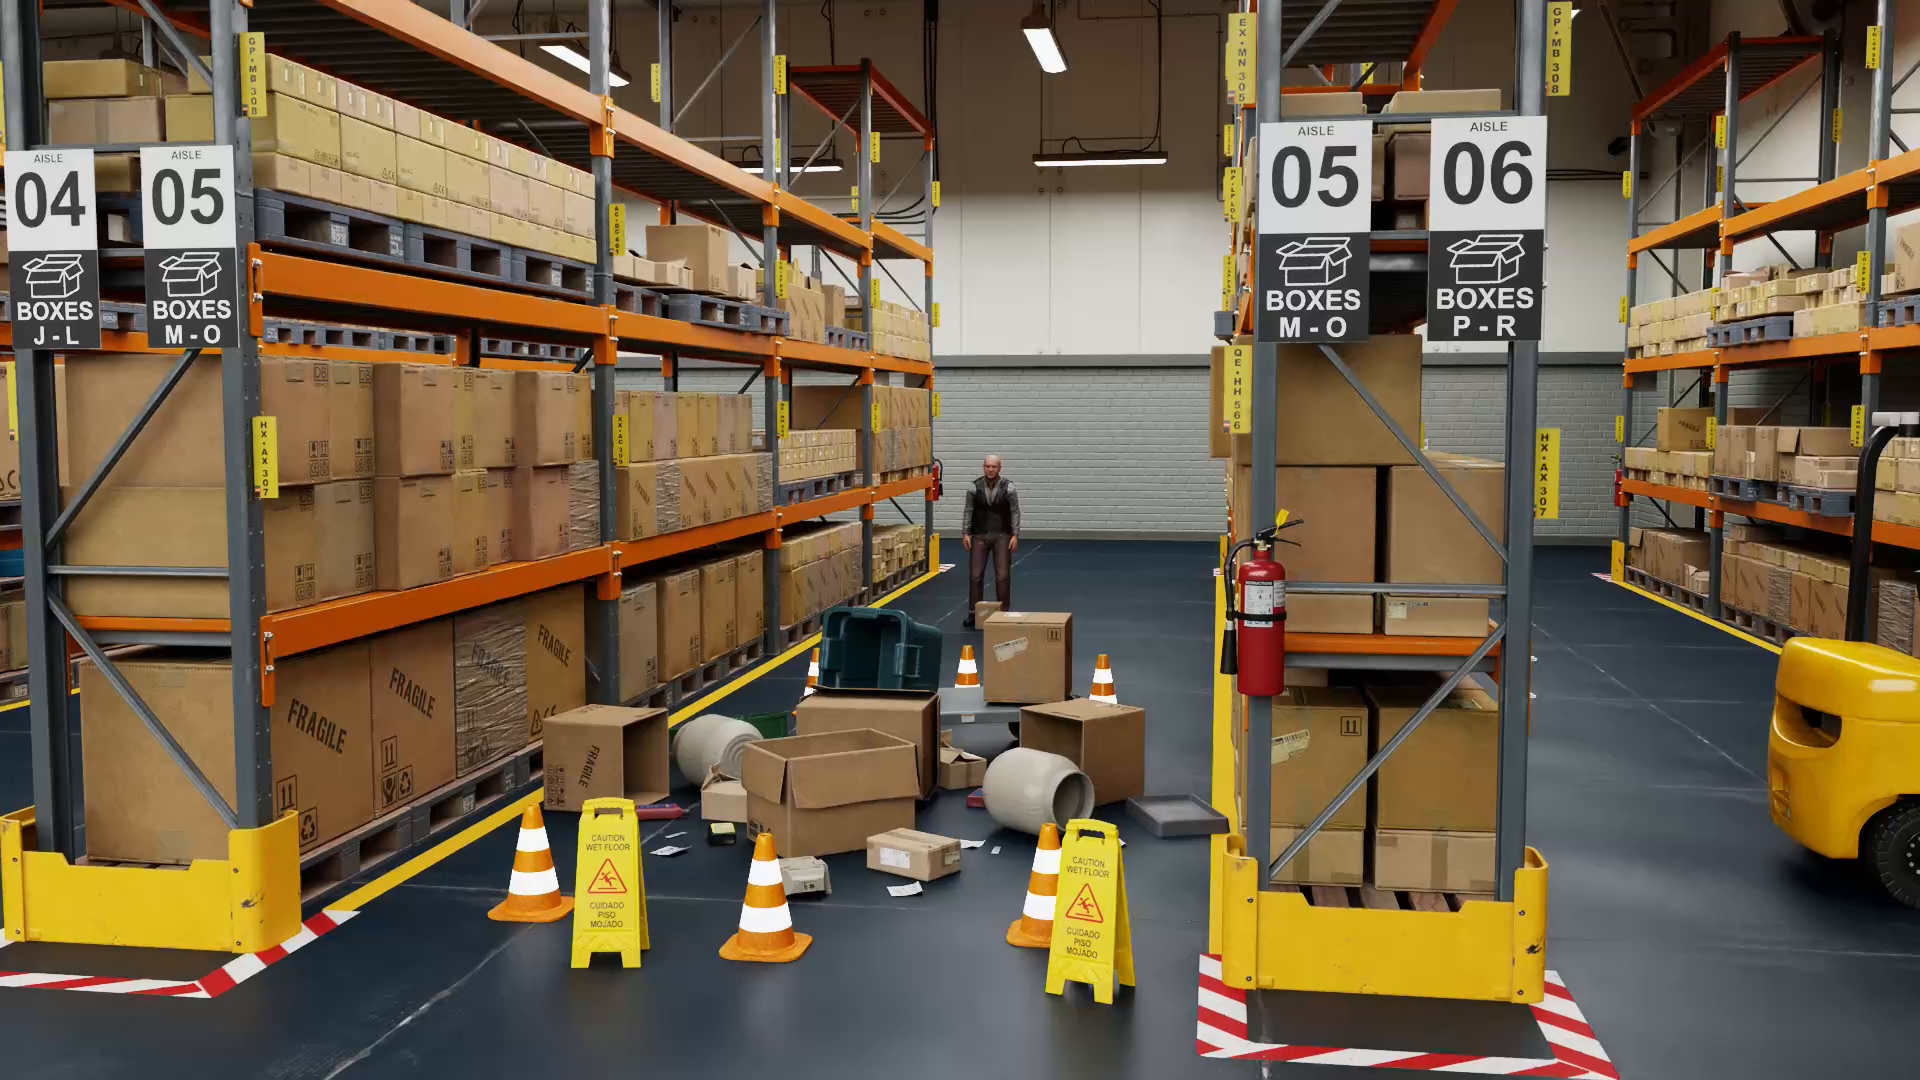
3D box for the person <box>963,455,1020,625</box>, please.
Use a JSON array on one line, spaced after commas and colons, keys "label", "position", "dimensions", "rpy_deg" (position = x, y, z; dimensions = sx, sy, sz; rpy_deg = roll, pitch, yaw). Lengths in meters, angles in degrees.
[{"label": "person", "position": [0.318, -0.002, 16.814], "dimensions": [0.581, 1.721, 0.419], "rpy_deg": [1, 4, 9]}]
